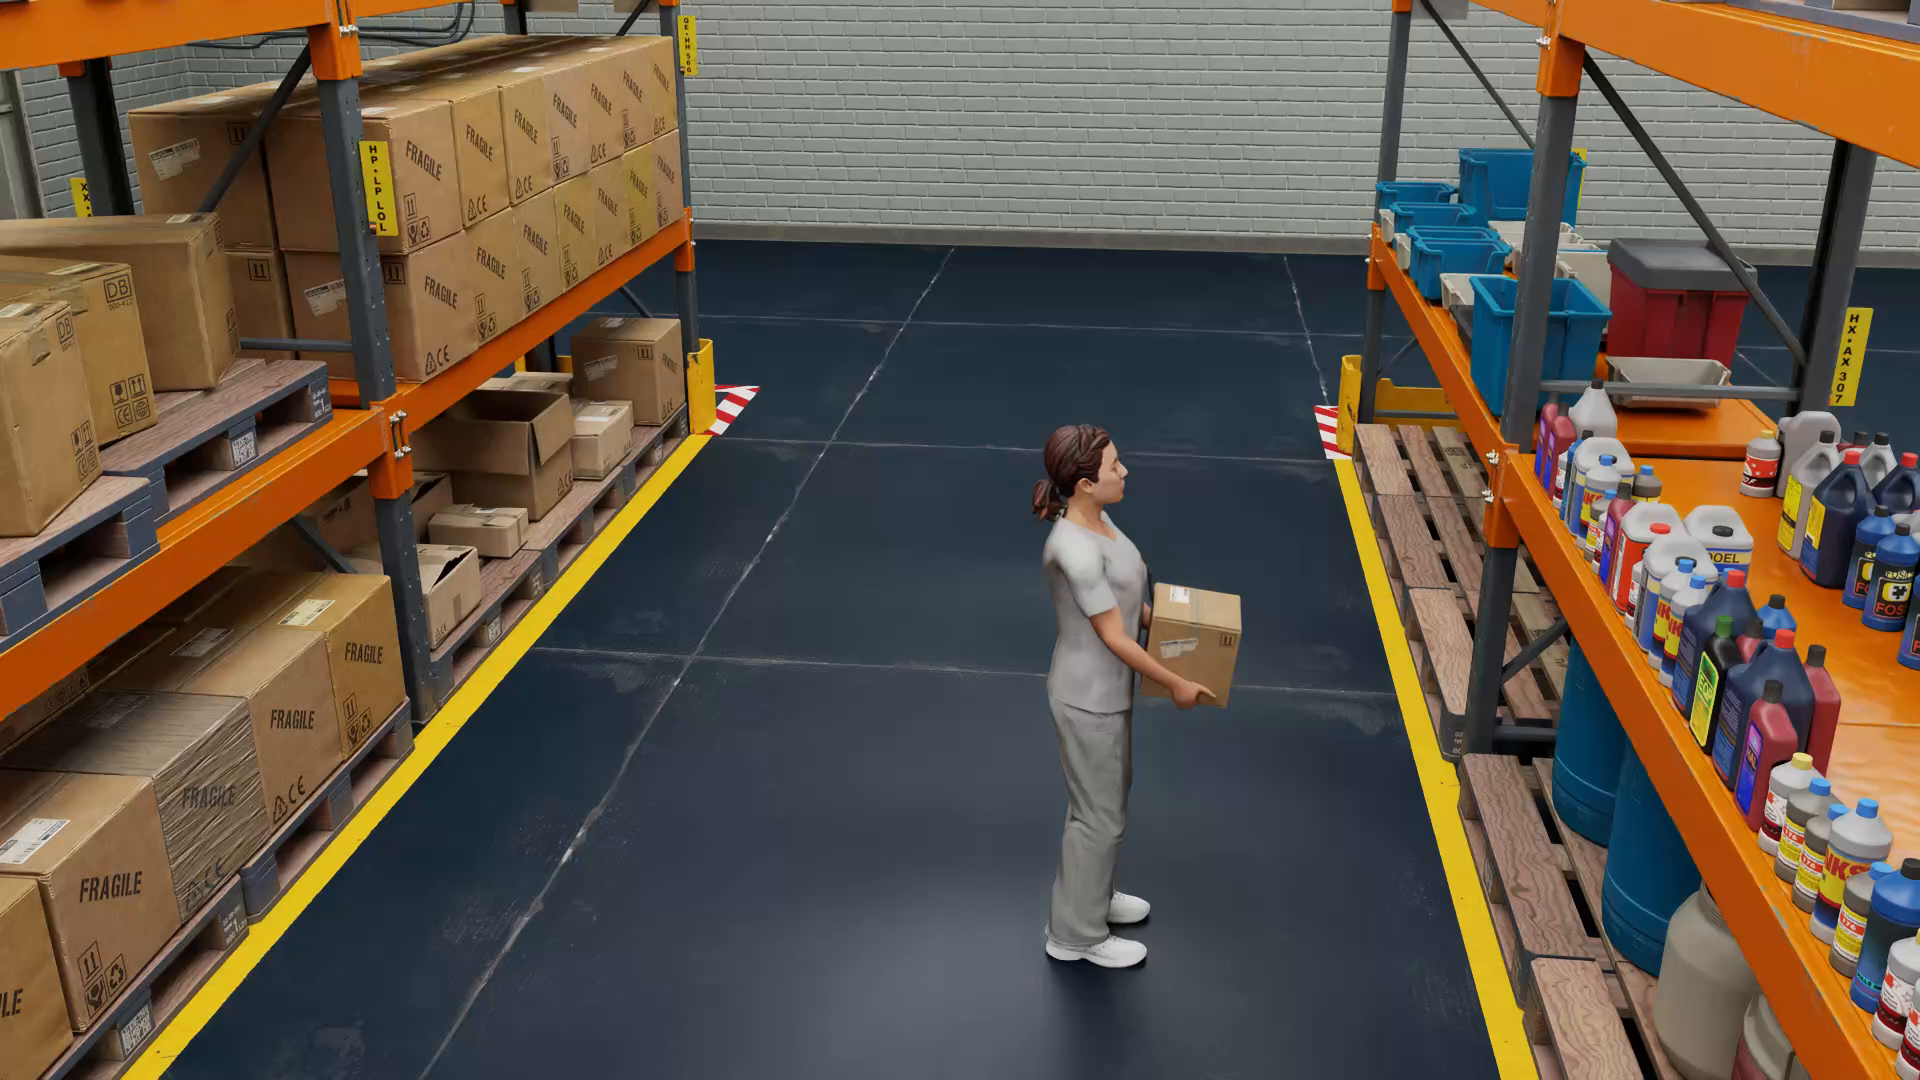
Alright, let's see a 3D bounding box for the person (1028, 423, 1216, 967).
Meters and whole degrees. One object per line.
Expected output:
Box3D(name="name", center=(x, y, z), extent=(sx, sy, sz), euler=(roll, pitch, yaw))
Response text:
Box3D(name="person", center=(0.469, 0.466, 4.910), extent=(0.560, 1.659, 0.436), euler=(3, 21, 7))
